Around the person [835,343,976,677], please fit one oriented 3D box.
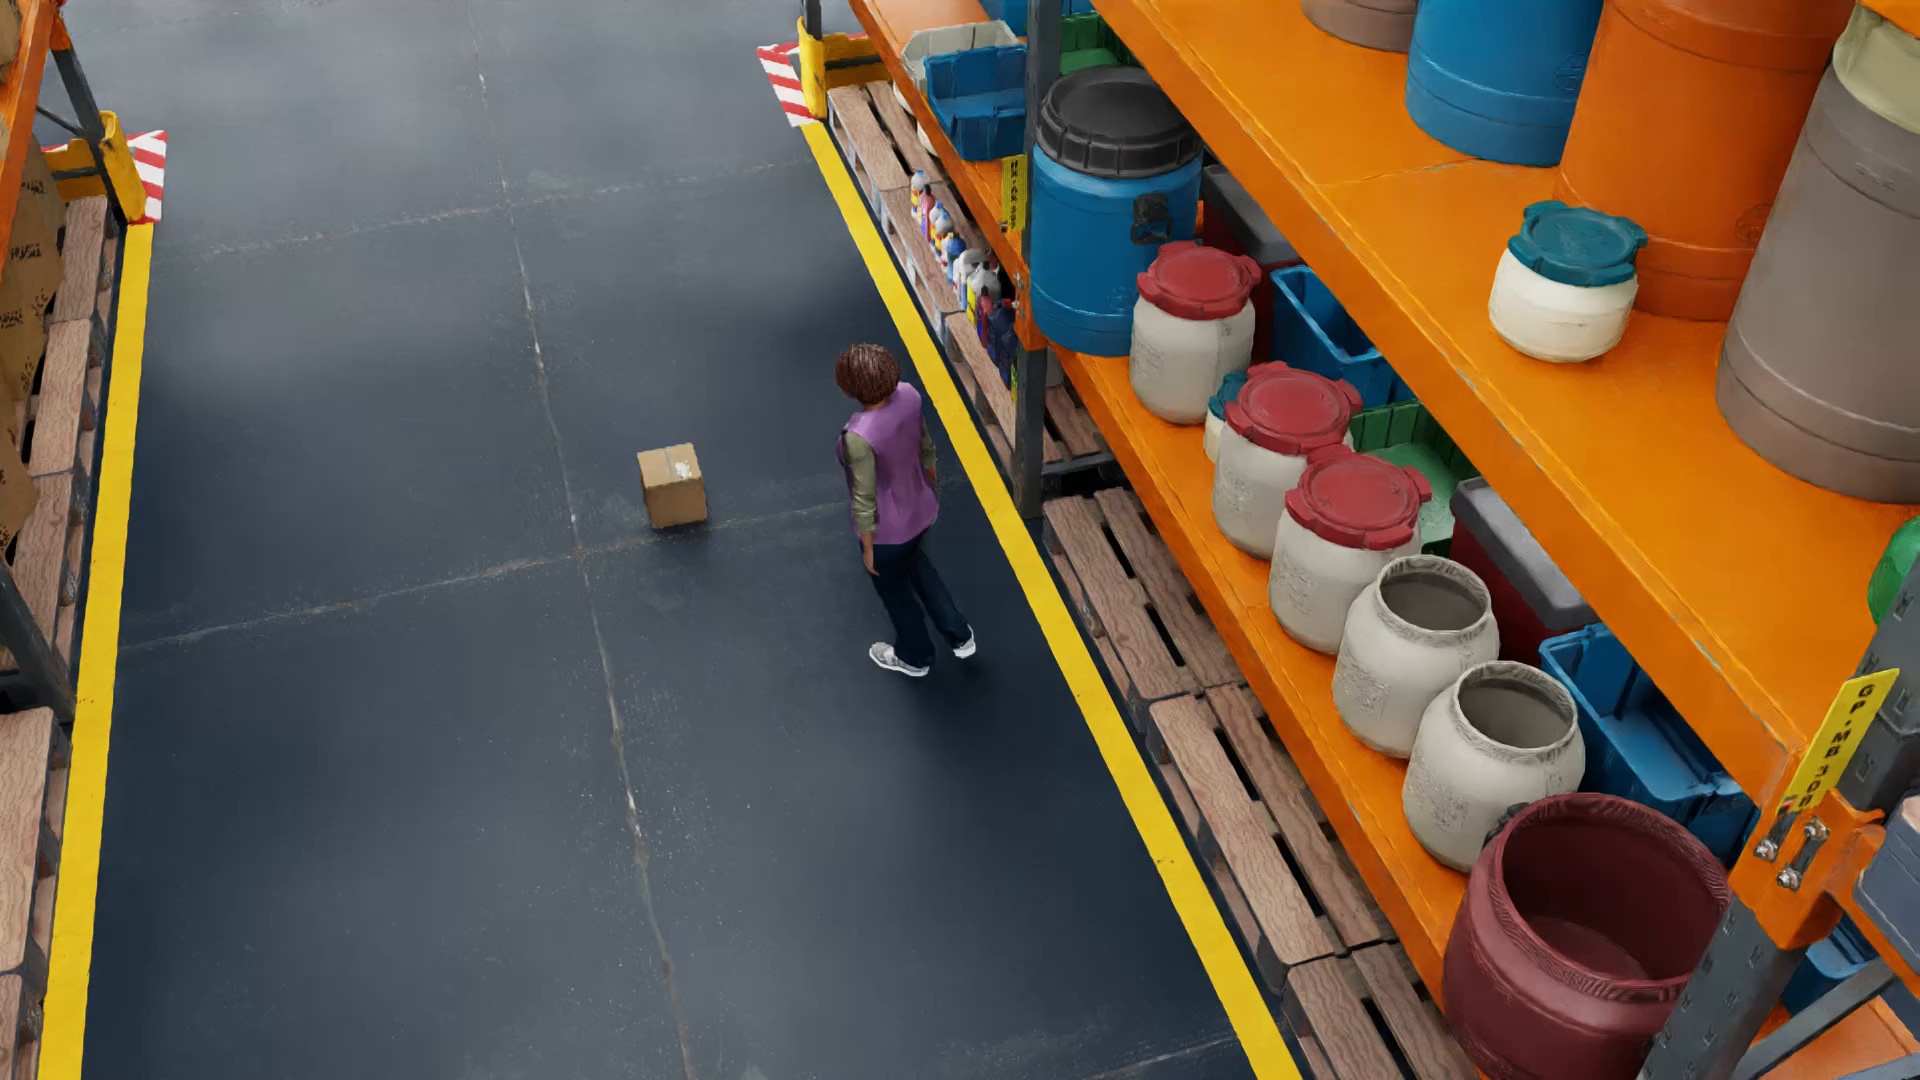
[{"bbox_3d":[-0.189,-0.059,6.230,0.488,1.592,0.475,25,48,25],"label":"person"}]
